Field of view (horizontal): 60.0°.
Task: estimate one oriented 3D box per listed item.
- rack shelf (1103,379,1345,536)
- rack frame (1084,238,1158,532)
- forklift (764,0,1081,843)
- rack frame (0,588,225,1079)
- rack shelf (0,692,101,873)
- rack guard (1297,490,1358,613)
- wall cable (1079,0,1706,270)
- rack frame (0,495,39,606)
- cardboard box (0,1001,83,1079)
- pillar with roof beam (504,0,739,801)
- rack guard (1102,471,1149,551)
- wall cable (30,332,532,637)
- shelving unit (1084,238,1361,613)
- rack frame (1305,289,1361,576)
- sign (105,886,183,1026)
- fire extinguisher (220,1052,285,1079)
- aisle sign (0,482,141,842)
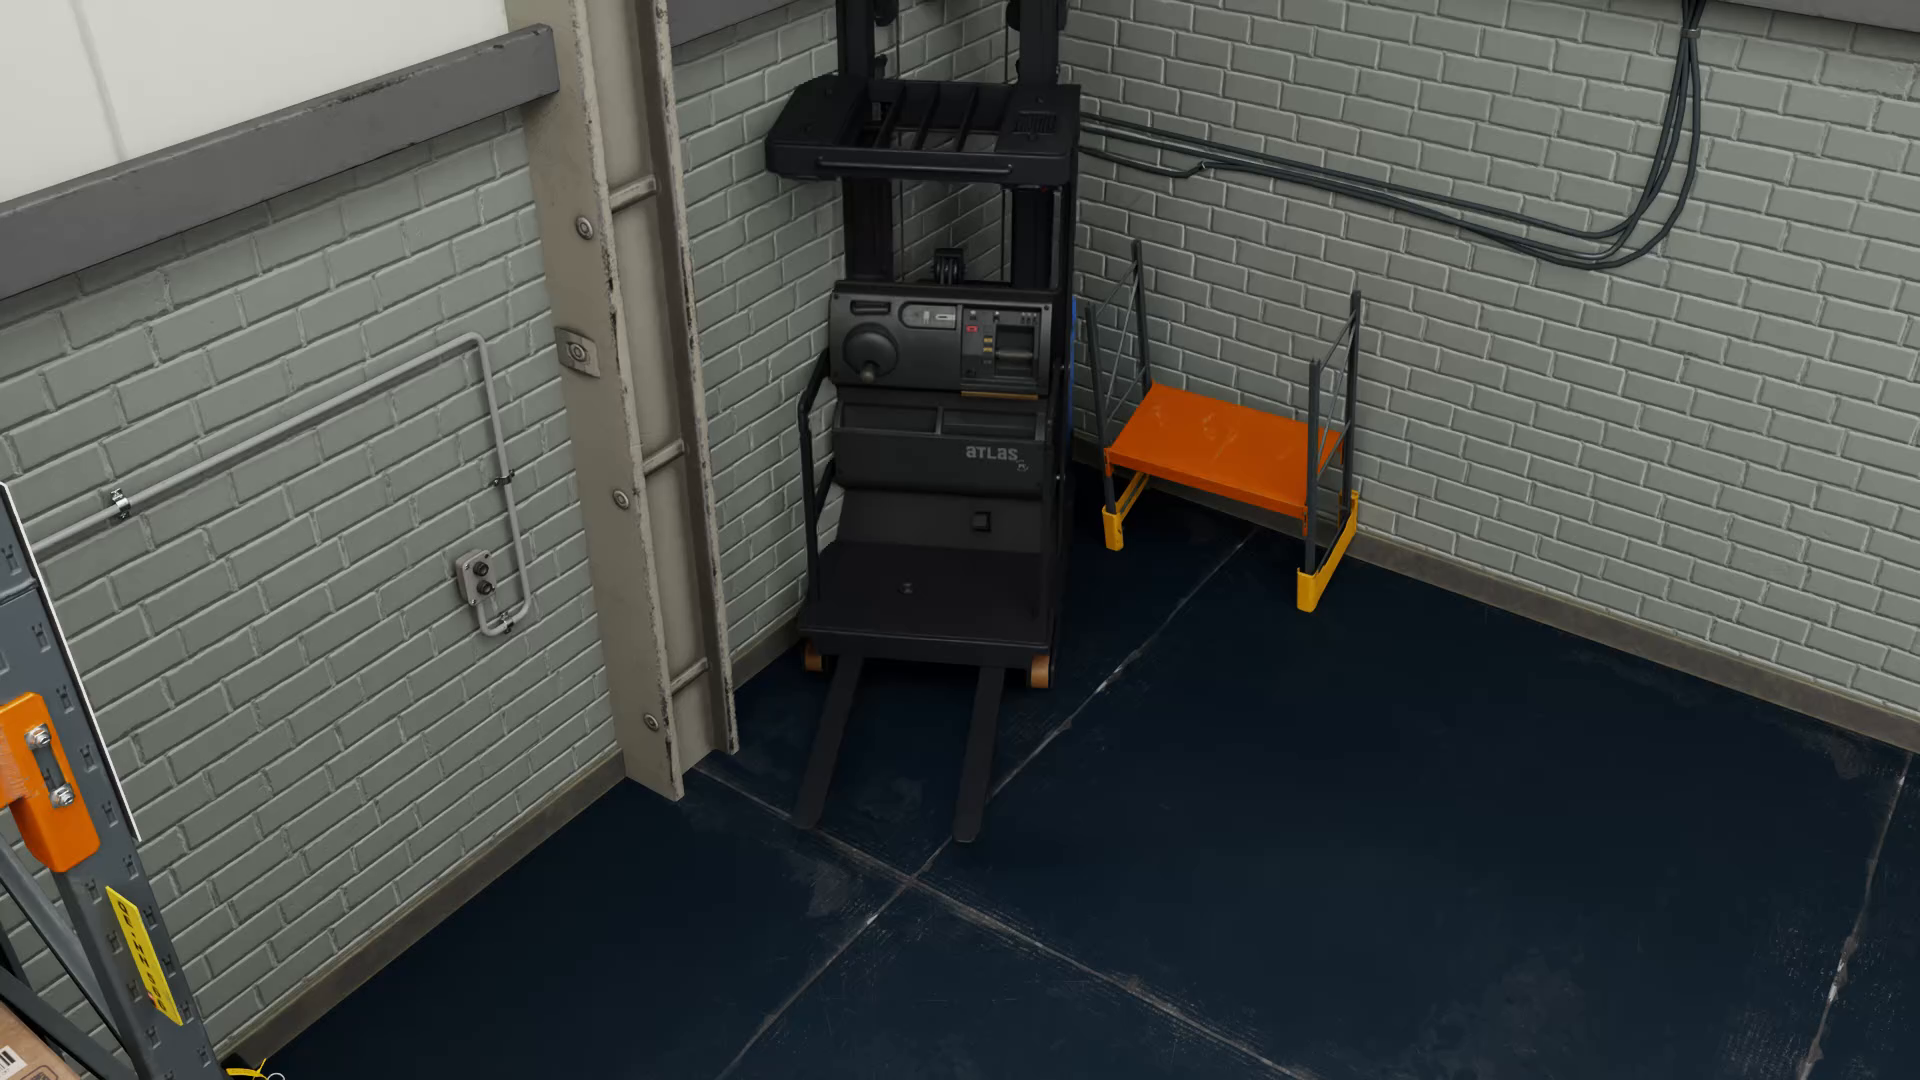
[{"bbox_3d":[1.233,-0.397,7.715,1.000,0.185,0.538,18,54,25],"label":"rack shelf"},{"bbox_3d":[0.771,-0.663,7.800,0.032,1.500,0.500,18,54,25],"label":"rack frame"},{"bbox_3d":[-0.106,-0.768,6.770,1.130,2.935,3.031,4,34,6],"label":"forklift"},{"bbox_3d":[-1.987,1.190,3.813,1.000,3.000,0.127,21,39,28],"label":"rack frame"},{"bbox_3d":[-3.127,1.166,1.813,1.077,0.370,4.000,21,39,28],"label":"rack shelf"},{"bbox_3d":[1.730,0.046,7.823,0.087,0.250,0.587,18,54,25],"label":"rack guard"},{"bbox_3d":[1.532,-2.498,6.682,3.097,2.526,0.112,21,39,28],"label":"wall cable"},{"bbox_3d":[-1.987,-1.295,2.132,1.000,3.000,0.127,21,39,28],"label":"rack frame"},{"bbox_3d":[-2.269,1.304,3.377,0.980,0.700,0.700,23,40,30],"label":"cardboard box"},{"bbox_3d":[2.379,-1.439,2.345,9.100,9.000,0.400,21,39,28],"label":"pillar with roof beam"},{"bbox_3d":[0.874,-0.237,8.247,0.087,0.250,0.587,18,54,25],"label":"rack guard"},{"bbox_3d":[-2.034,-0.122,4.846,0.084,1.984,1.851,21,39,28],"label":"wall cable"},{"bbox_3d":[1.216,-0.516,7.580,1.083,1.500,0.587,18,54,25],"label":"shelving unit"},{"bbox_3d":[1.645,-0.373,7.368,0.032,1.500,0.500,18,54,25],"label":"rack frame"},{"bbox_3d":[-1.549,0.792,3.156,0.100,0.325,0.005,21,39,28],"label":"sign"},{"bbox_3d":[-1.521,1.454,3.823,0.296,0.674,0.183,21,39,28],"label":"fire extinguisher"},{"bbox_3d":[-1.699,0.176,2.992,0.394,0.787,0.004,21,39,28],"label":"aisle sign"}]
